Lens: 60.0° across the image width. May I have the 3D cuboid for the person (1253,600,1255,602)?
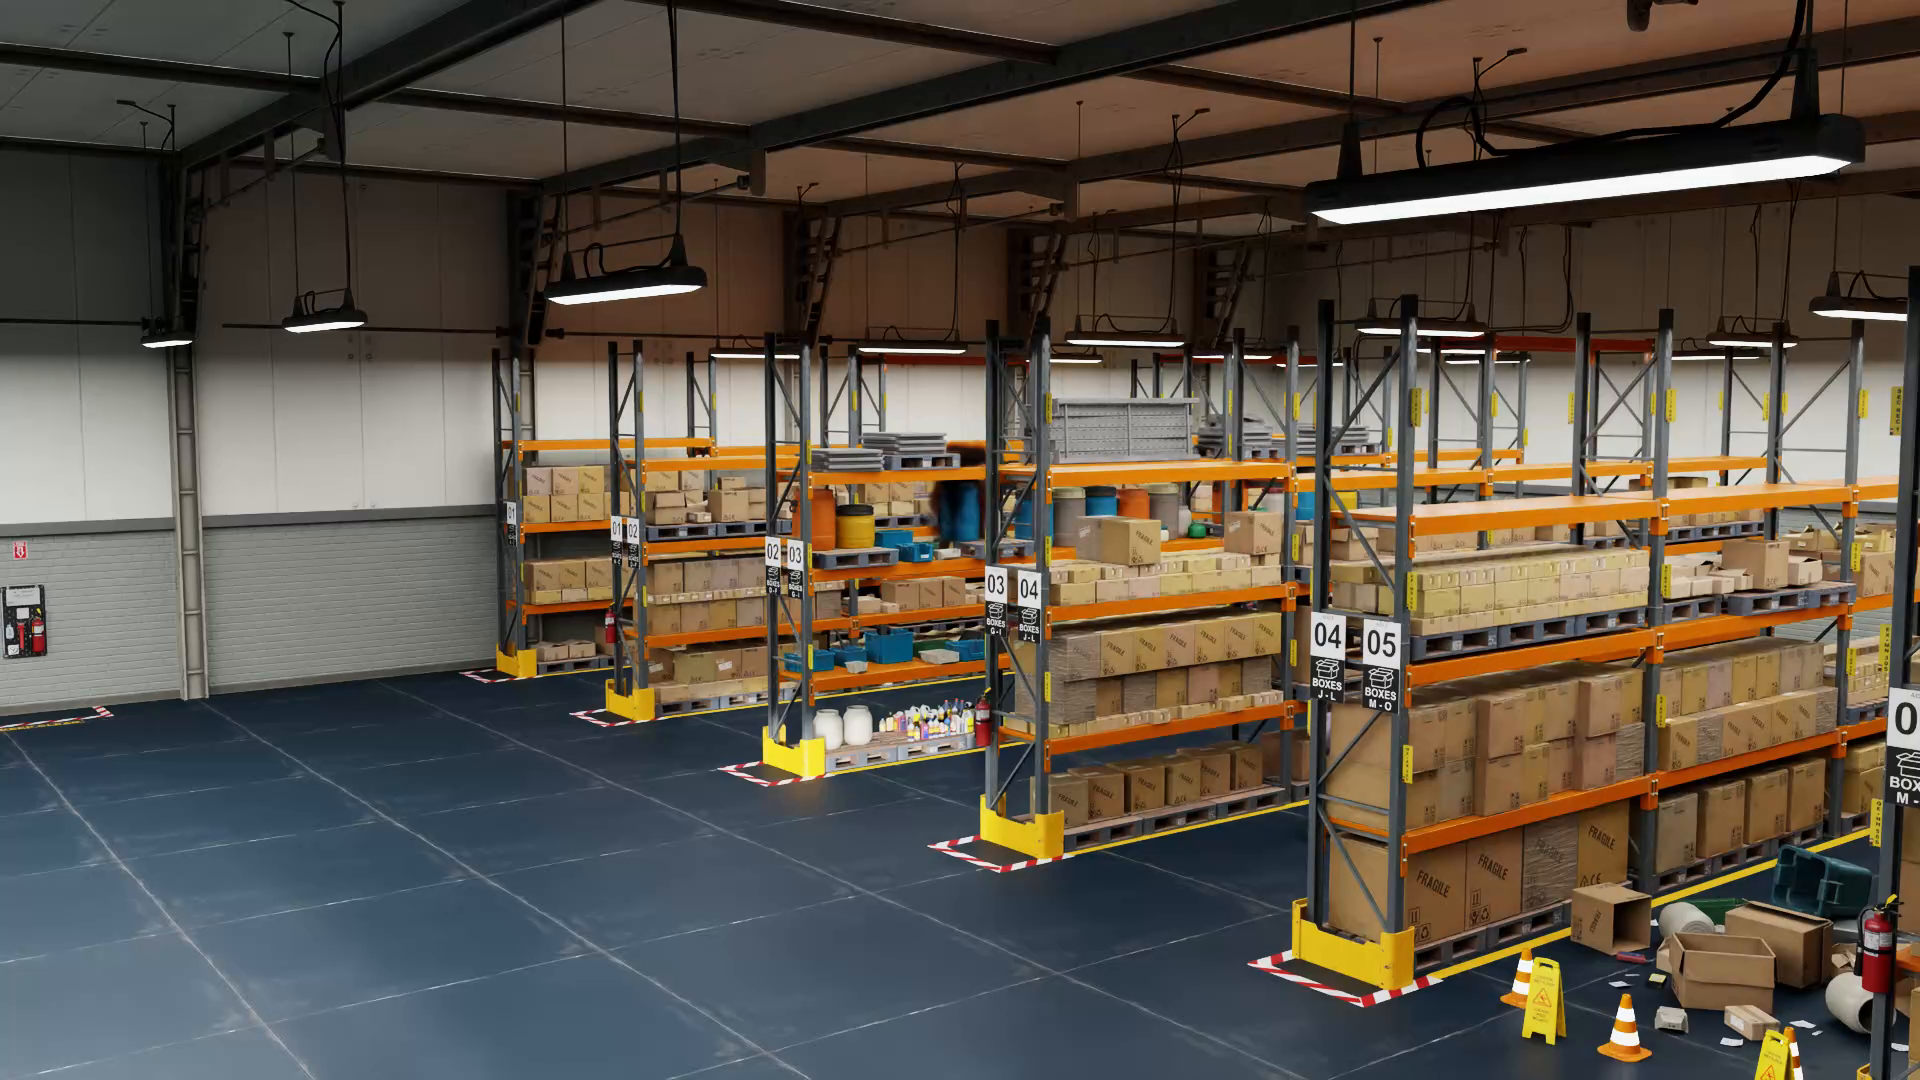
[{"bbox_3d":[5.864,1.423,32.497,1.051,1.736,0.601,-4,6,-39],"label":"person"}]

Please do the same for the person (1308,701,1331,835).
[{"bbox_3d":[4.321,2.643,19.606,0.351,1.668,0.635,2,5,23],"label":"person"}]
